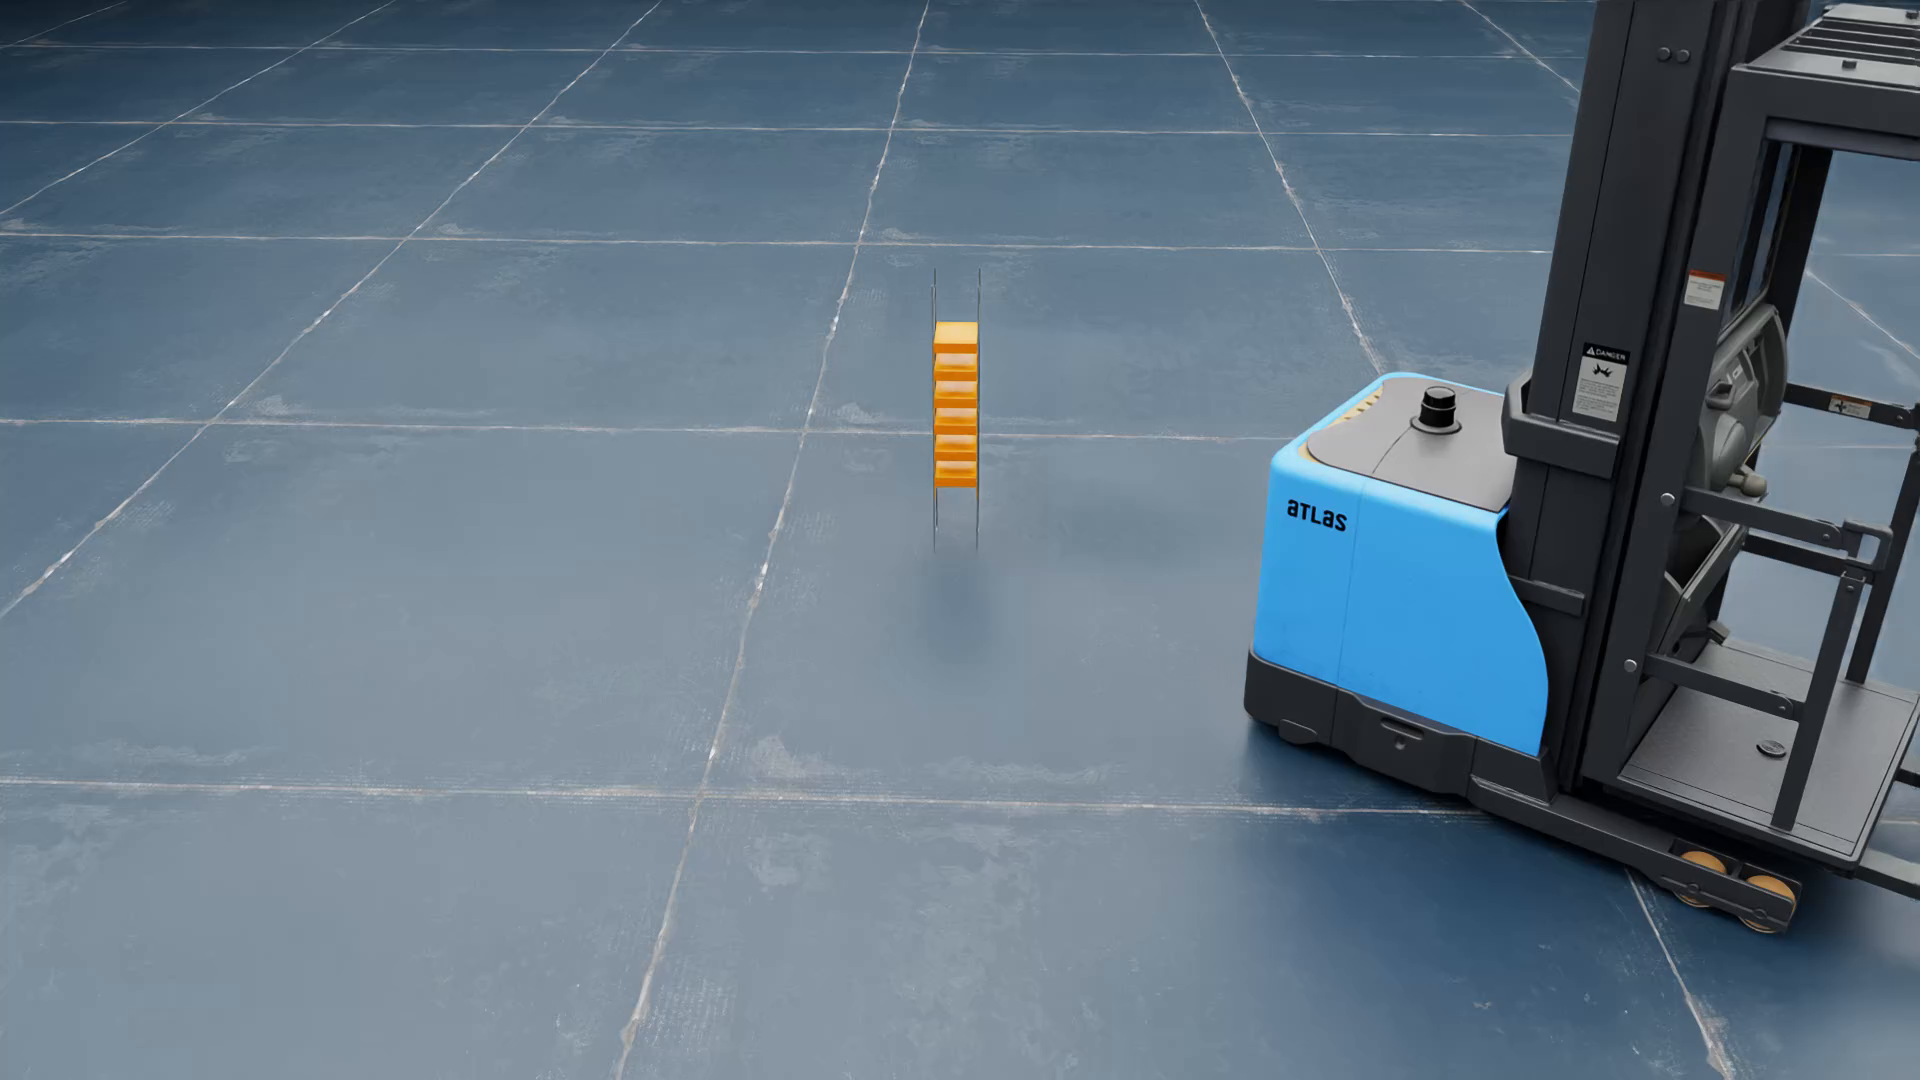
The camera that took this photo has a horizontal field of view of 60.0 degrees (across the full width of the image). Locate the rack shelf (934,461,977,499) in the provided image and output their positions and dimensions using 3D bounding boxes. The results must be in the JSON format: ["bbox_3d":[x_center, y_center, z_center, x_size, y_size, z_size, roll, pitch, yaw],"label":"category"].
[{"bbox_3d":[-0.014,-0.279,7.103,0.180,0.103,0.258,1,28,2],"label":"rack shelf"}]

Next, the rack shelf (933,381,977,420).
[{"bbox_3d":[-0.014,-0.597,6.934,0.180,0.103,0.258,1,28,2],"label":"rack shelf"}]

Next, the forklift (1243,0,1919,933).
[{"bbox_3d":[2.502,-0.394,4.865,3.031,2.935,1.130,19,34,32],"label":"forklift"}]

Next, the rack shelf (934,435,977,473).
[{"bbox_3d":[-0.014,-0.385,7.046,0.180,0.103,0.258,1,28,2],"label":"rack shelf"}]

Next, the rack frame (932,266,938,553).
[{"bbox_3d":[-0.106,-0.532,6.972,0.006,1.200,0.240,1,28,2],"label":"rack frame"}]

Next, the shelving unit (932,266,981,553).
[{"bbox_3d":[-0.014,-0.530,6.969,0.189,1.200,0.258,1,28,2],"label":"shelving unit"}]

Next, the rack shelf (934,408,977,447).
[{"bbox_3d":[-0.014,-0.491,6.990,0.180,0.103,0.258,1,28,2],"label":"rack shelf"}]

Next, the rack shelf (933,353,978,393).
[{"bbox_3d":[-0.014,-0.703,6.878,0.180,0.103,0.258,1,28,2],"label":"rack shelf"}]

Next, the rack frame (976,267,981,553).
[{"bbox_3d":[0.077,-0.529,6.967,0.006,1.200,0.240,1,28,2],"label":"rack frame"}]

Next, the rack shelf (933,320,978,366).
[{"bbox_3d":[-0.014,-0.809,6.822,0.180,0.103,0.258,1,28,2],"label":"rack shelf"}]
